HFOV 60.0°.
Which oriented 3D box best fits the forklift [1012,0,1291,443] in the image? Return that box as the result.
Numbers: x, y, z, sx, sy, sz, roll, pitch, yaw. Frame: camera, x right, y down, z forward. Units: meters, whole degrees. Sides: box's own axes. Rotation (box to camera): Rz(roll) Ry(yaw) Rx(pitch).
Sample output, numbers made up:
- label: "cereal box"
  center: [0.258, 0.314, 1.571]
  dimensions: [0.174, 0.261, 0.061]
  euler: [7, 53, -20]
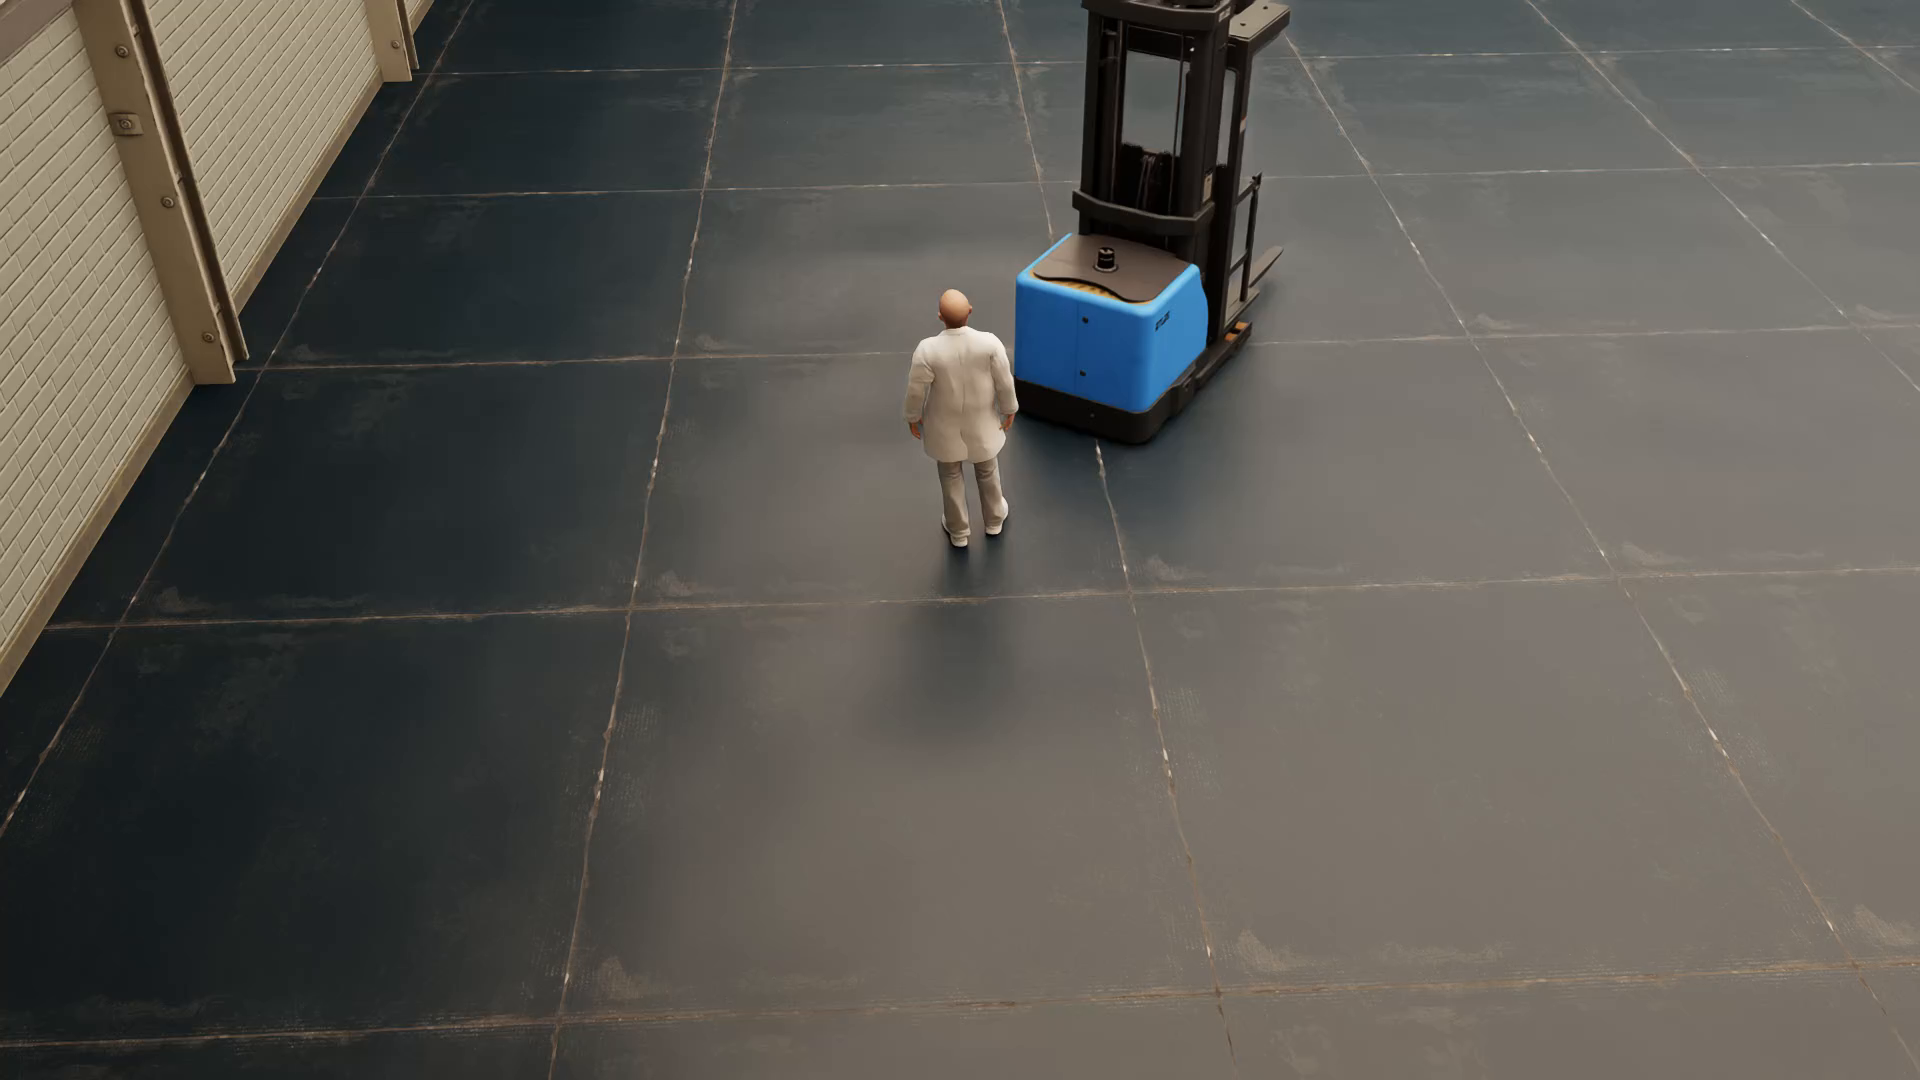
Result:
- label: "forklift"
  center: [1.540, -2.685, 11.696]
  dimensions: [1.130, 2.935, 3.031]
  euler: [19, 40, 24]

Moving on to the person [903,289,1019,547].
- label: "person"
  center: [0.000, -0.778, 10.045]
  dimensions: [0.696, 1.776, 0.581]
  euler: [-2, 36, -2]
